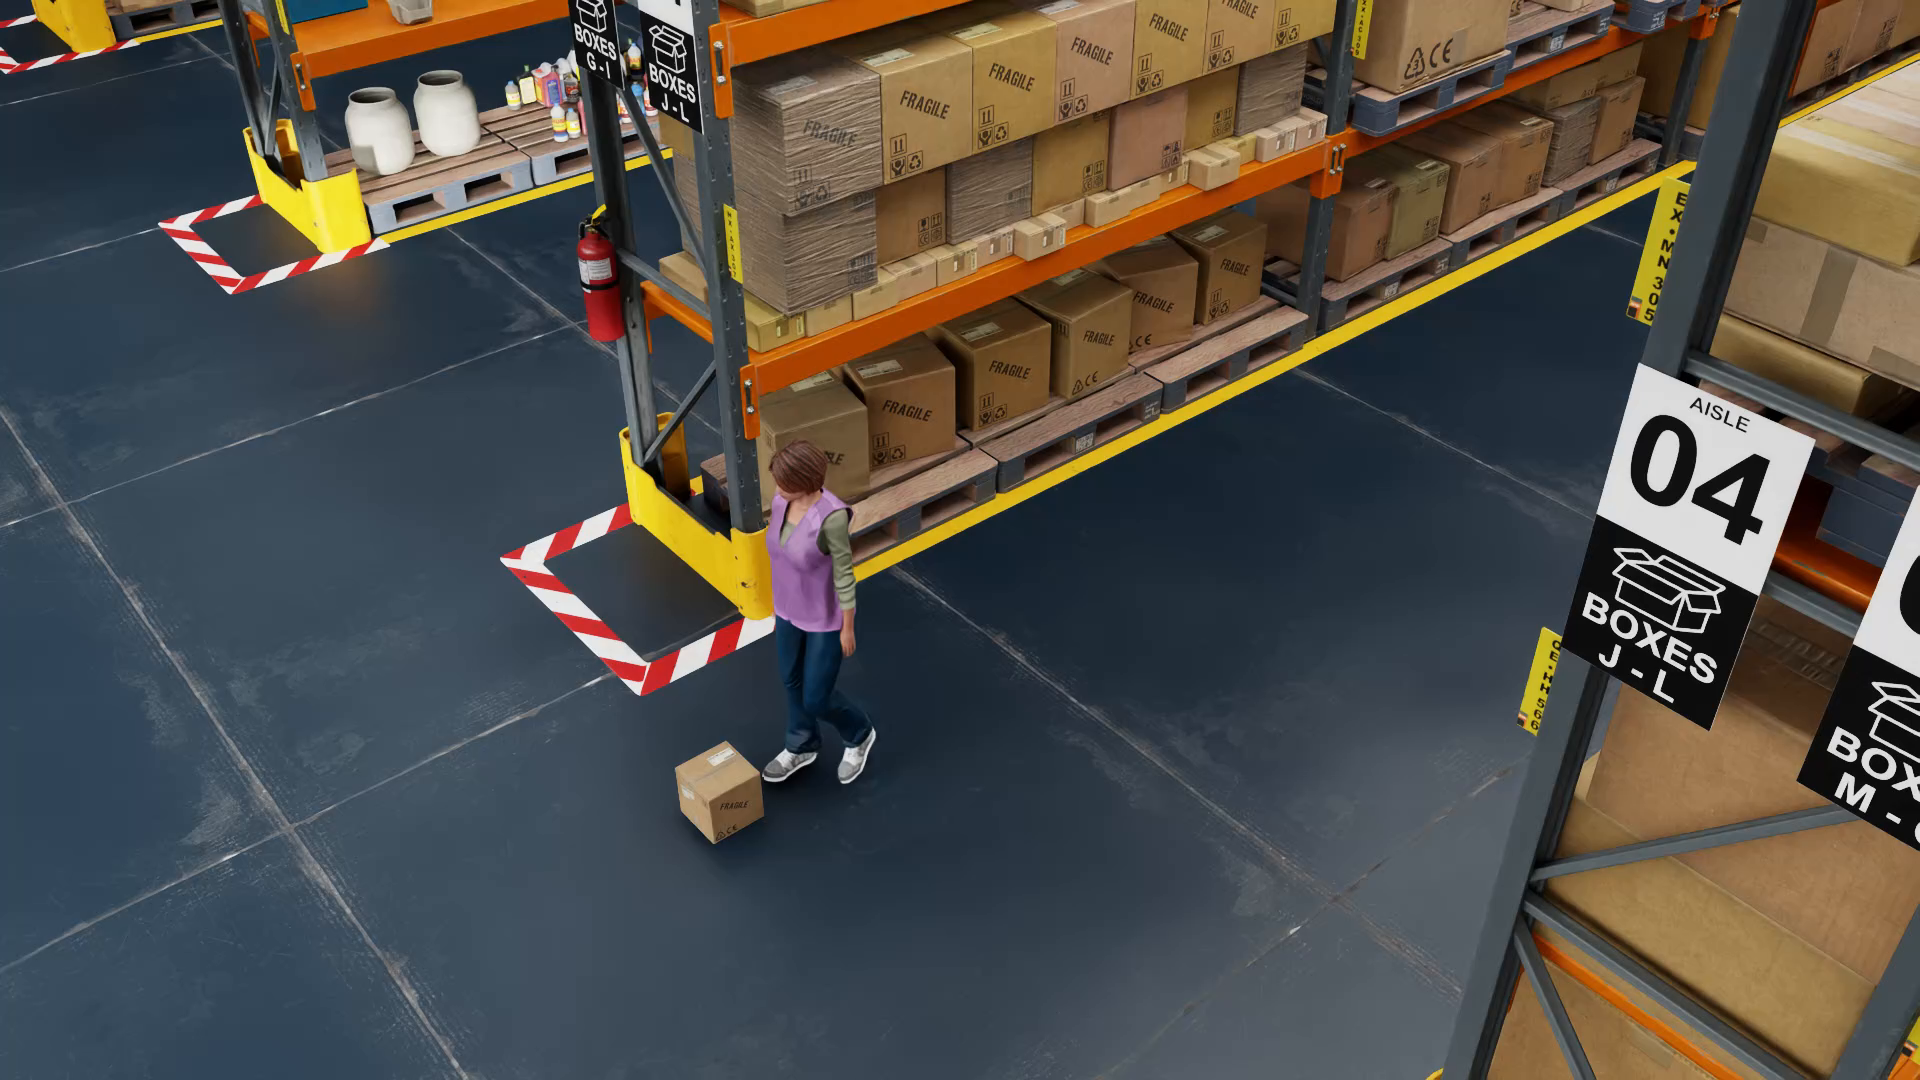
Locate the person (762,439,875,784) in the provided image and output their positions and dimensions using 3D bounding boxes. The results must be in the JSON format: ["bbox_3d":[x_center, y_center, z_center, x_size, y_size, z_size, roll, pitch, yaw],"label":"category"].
[{"bbox_3d":[-0.622,0.315,6.621,0.457,1.602,0.447,-31,46,-35],"label":"person"}]
